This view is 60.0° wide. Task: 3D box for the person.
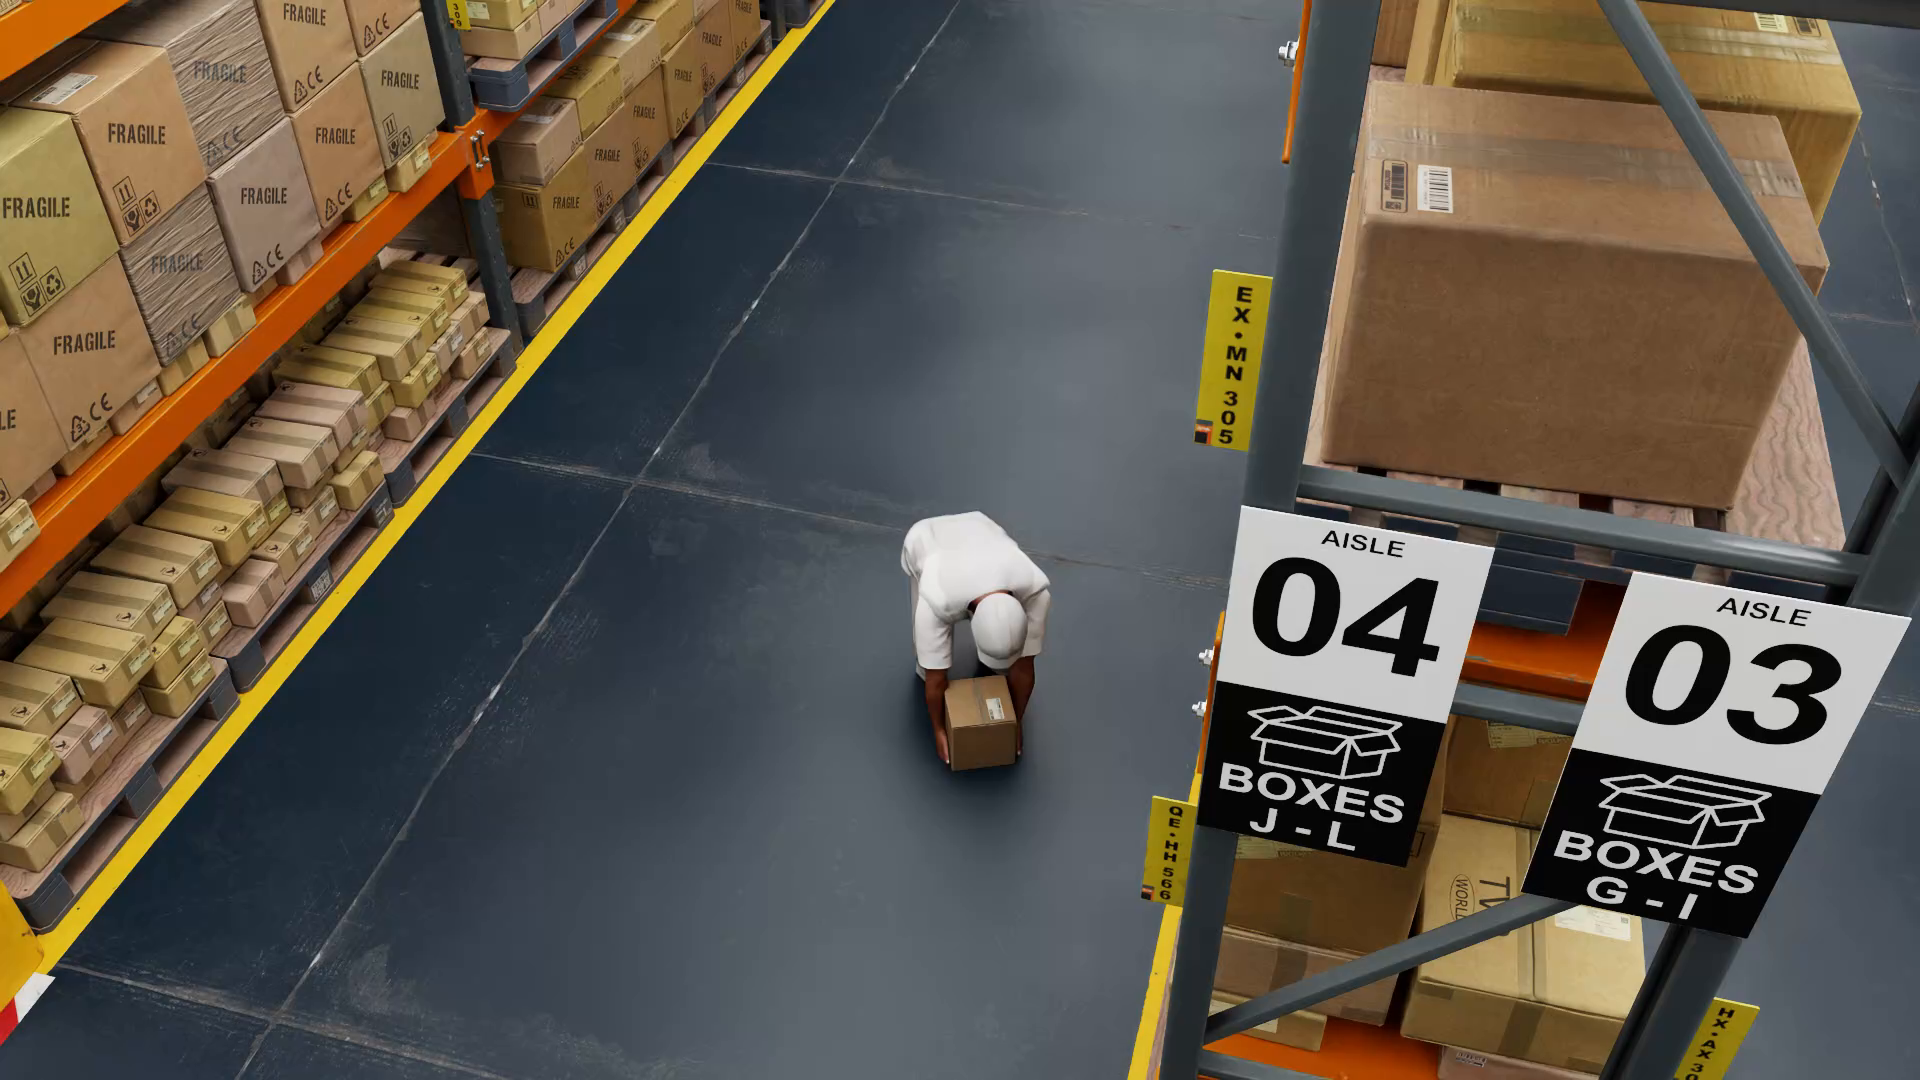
[{"bbox_3d":[0.064,0.323,6.559,0.532,0.859,0.946,-7,41,-8],"label":"person"}]
